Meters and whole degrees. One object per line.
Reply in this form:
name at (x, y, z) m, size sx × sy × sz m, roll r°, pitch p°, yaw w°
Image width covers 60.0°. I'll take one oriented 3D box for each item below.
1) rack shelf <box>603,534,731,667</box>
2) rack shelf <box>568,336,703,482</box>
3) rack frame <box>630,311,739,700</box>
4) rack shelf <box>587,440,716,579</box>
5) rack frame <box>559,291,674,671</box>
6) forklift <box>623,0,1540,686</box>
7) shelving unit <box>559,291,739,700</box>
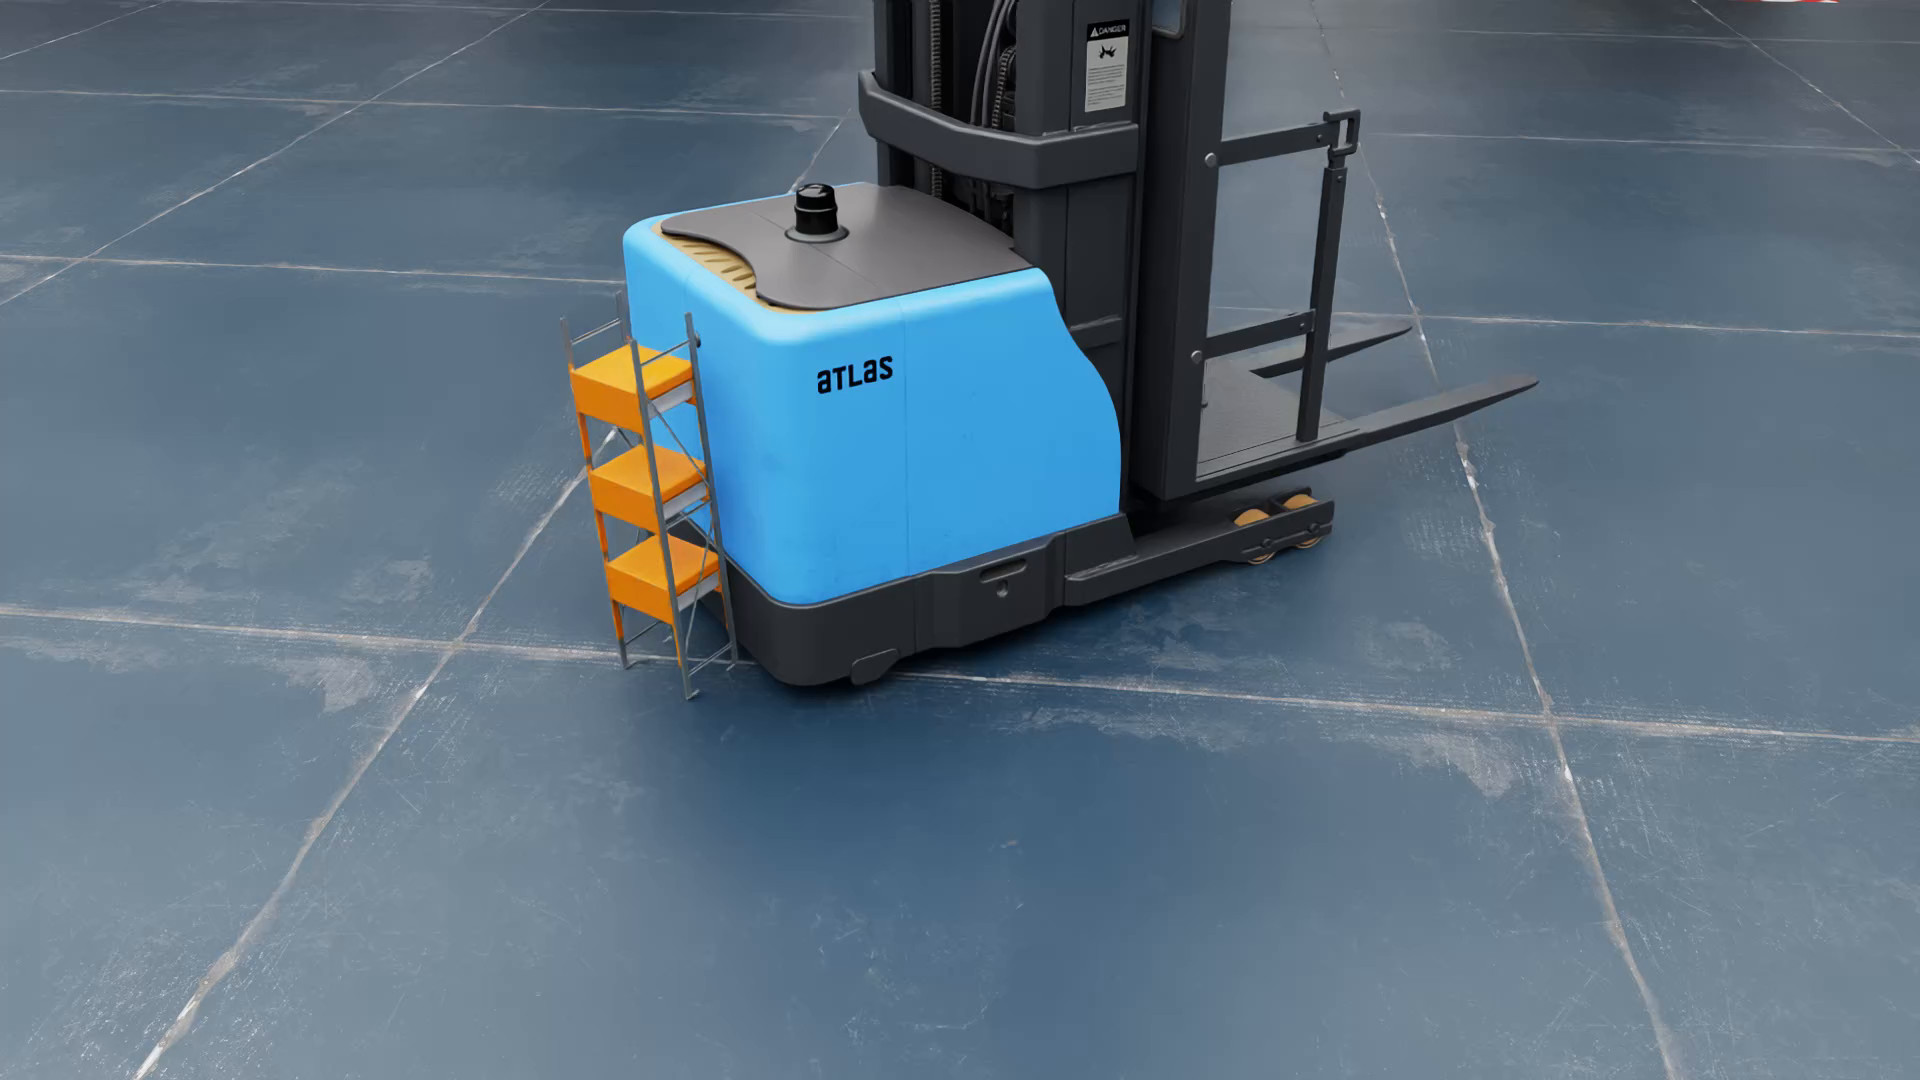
rack shelf at (-0.779, 0.148, 4.461) m, size 0.240 × 0.259 × 0.215 m, roll 19°, pitch 38°, yaw 32°
rack shelf at (-0.802, -0.331, 4.169) m, size 0.240 × 0.259 × 0.215 m, roll 19°, pitch 38°, yaw 32°
rack frame at (-0.693, -0.064, 4.247) m, size 0.008 × 1.050 × 0.200 m, roll 19°, pitch 38°, yaw 32°
rack shelf at (-0.791, -0.089, 4.316) m, size 0.240 × 0.259 × 0.215 m, roll 19°, pitch 38°, yaw 32°
rack frame at (-0.889, -0.133, 4.375) m, size 0.008 × 1.050 × 0.200 m, roll 19°, pitch 38°, yaw 32°
forklift at (0.569, -1.411, 4.779) m, size 3.031 × 2.935 × 1.130 m, roll -16°, pitch 32°, yaw -28°
shelving unit at (-0.791, -0.098, 4.311) m, size 0.252 × 1.050 × 0.215 m, roll 19°, pitch 38°, yaw 32°
